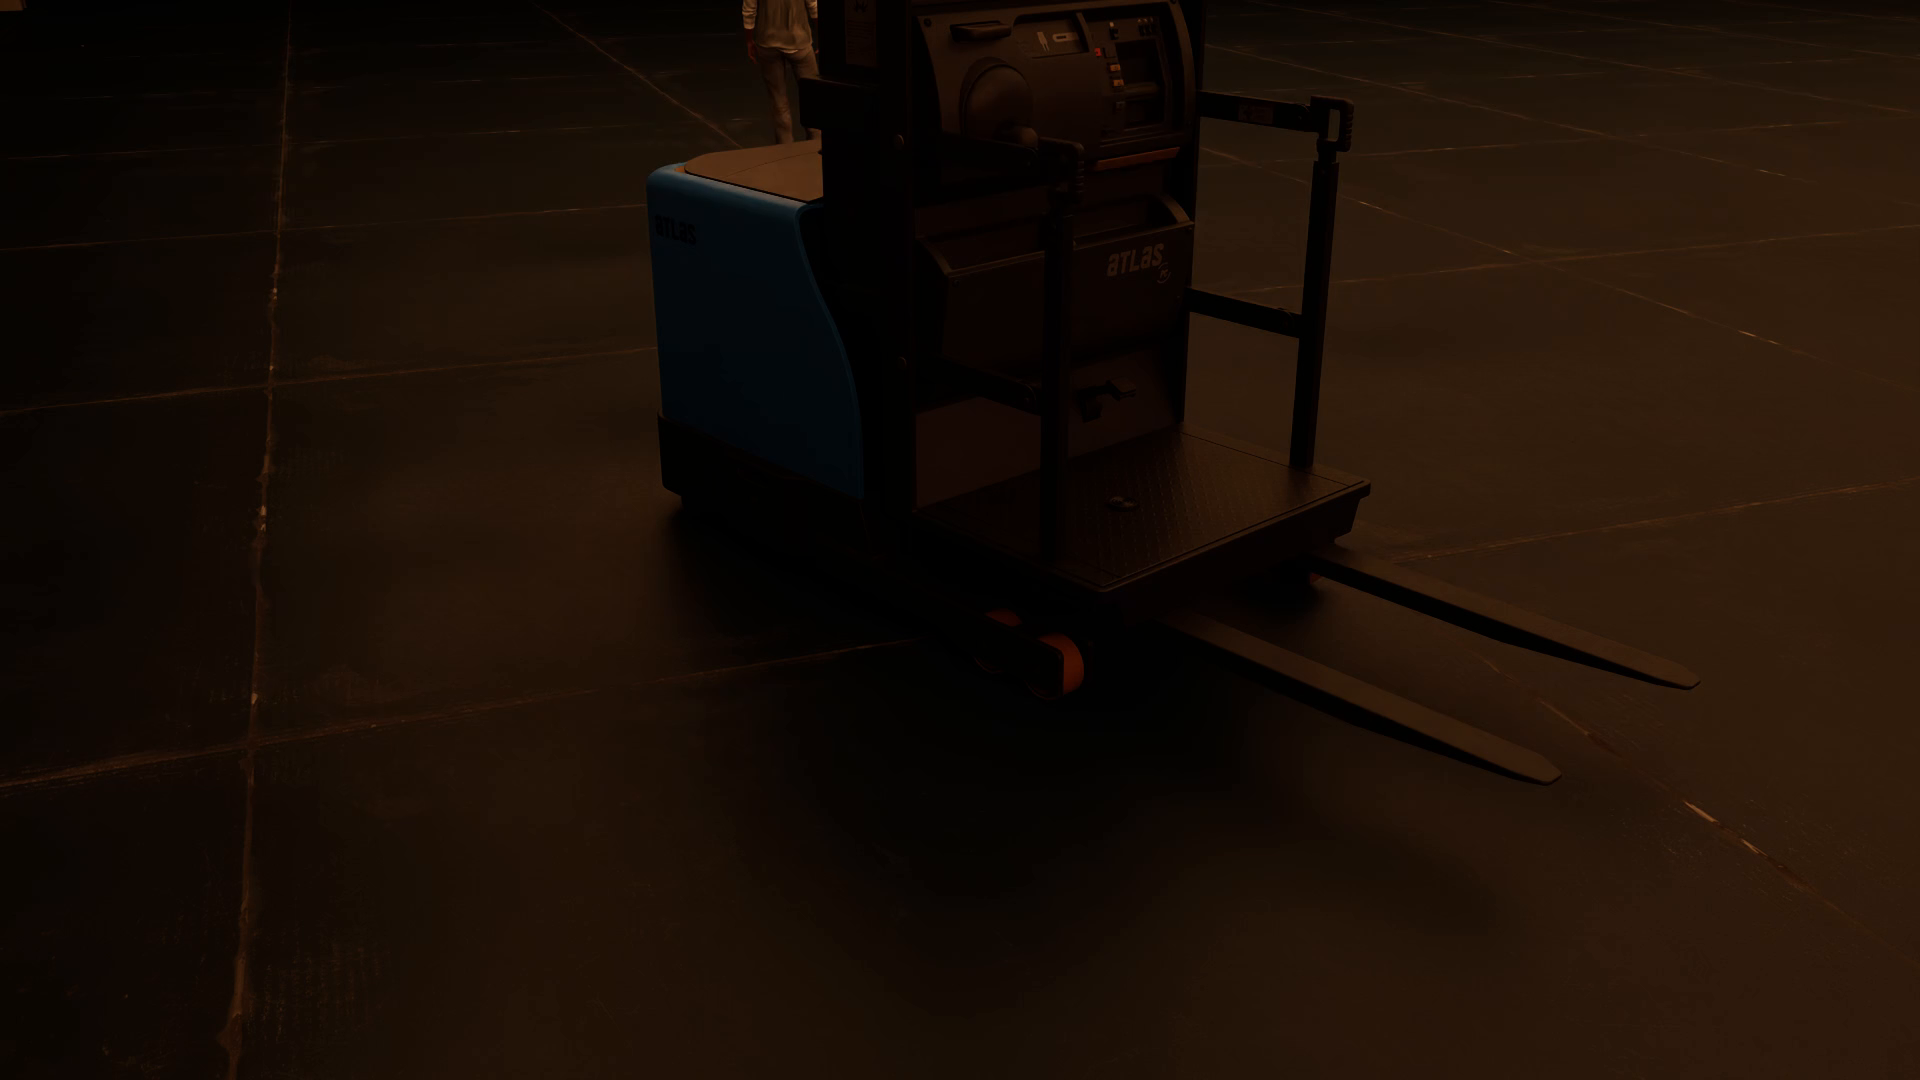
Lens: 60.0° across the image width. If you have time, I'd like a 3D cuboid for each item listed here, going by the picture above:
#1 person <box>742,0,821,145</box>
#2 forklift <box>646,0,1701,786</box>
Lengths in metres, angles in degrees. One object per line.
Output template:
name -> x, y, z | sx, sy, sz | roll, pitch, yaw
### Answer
person -> -1.065, -3.069, 10.298 | 0.520, 1.597, 0.475 | 1, 23, 2
forklift -> 0.409, -1.176, 4.096 | 1.130, 2.935, 3.031 | -19, 30, -38
